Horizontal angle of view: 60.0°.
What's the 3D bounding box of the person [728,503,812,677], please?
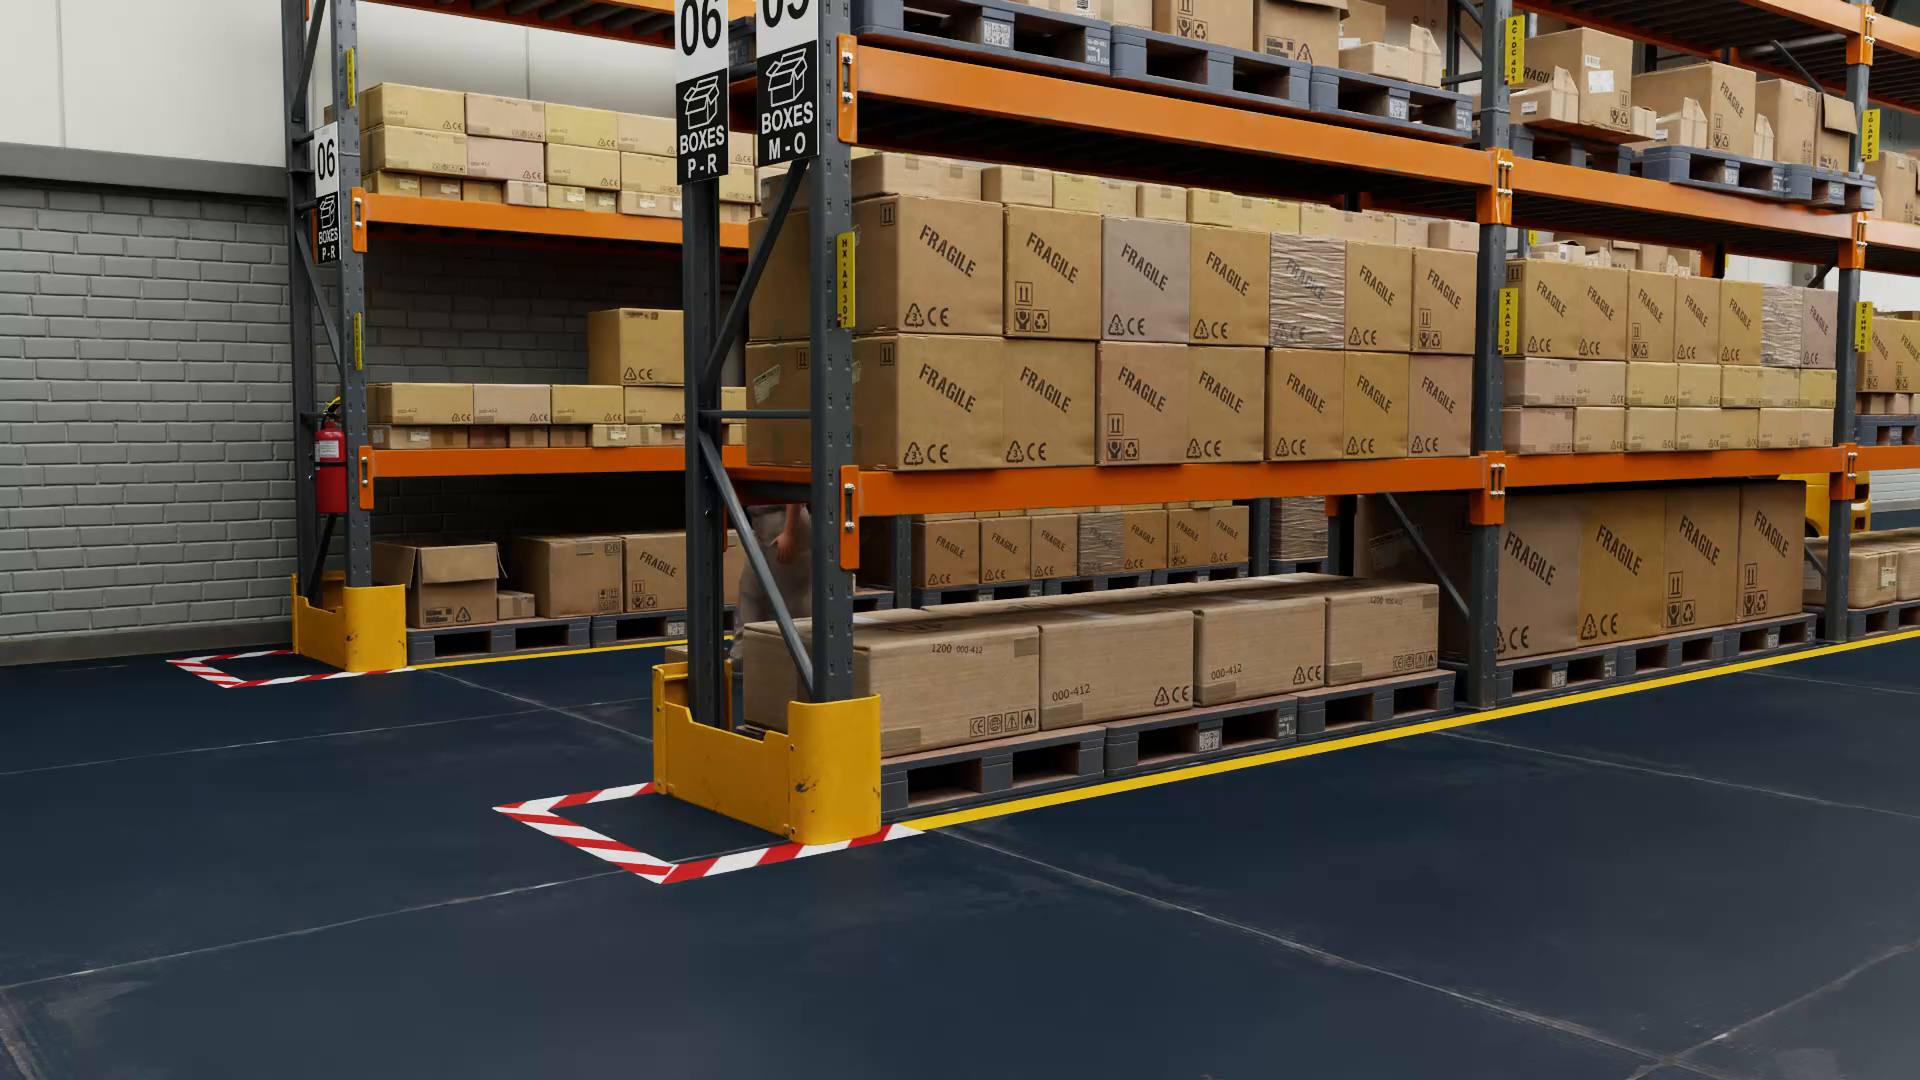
[{"bbox_3d":[-1.113,-0.056,9.278,0.694,1.714,0.566,-1,4,-16],"label":"person"}]
